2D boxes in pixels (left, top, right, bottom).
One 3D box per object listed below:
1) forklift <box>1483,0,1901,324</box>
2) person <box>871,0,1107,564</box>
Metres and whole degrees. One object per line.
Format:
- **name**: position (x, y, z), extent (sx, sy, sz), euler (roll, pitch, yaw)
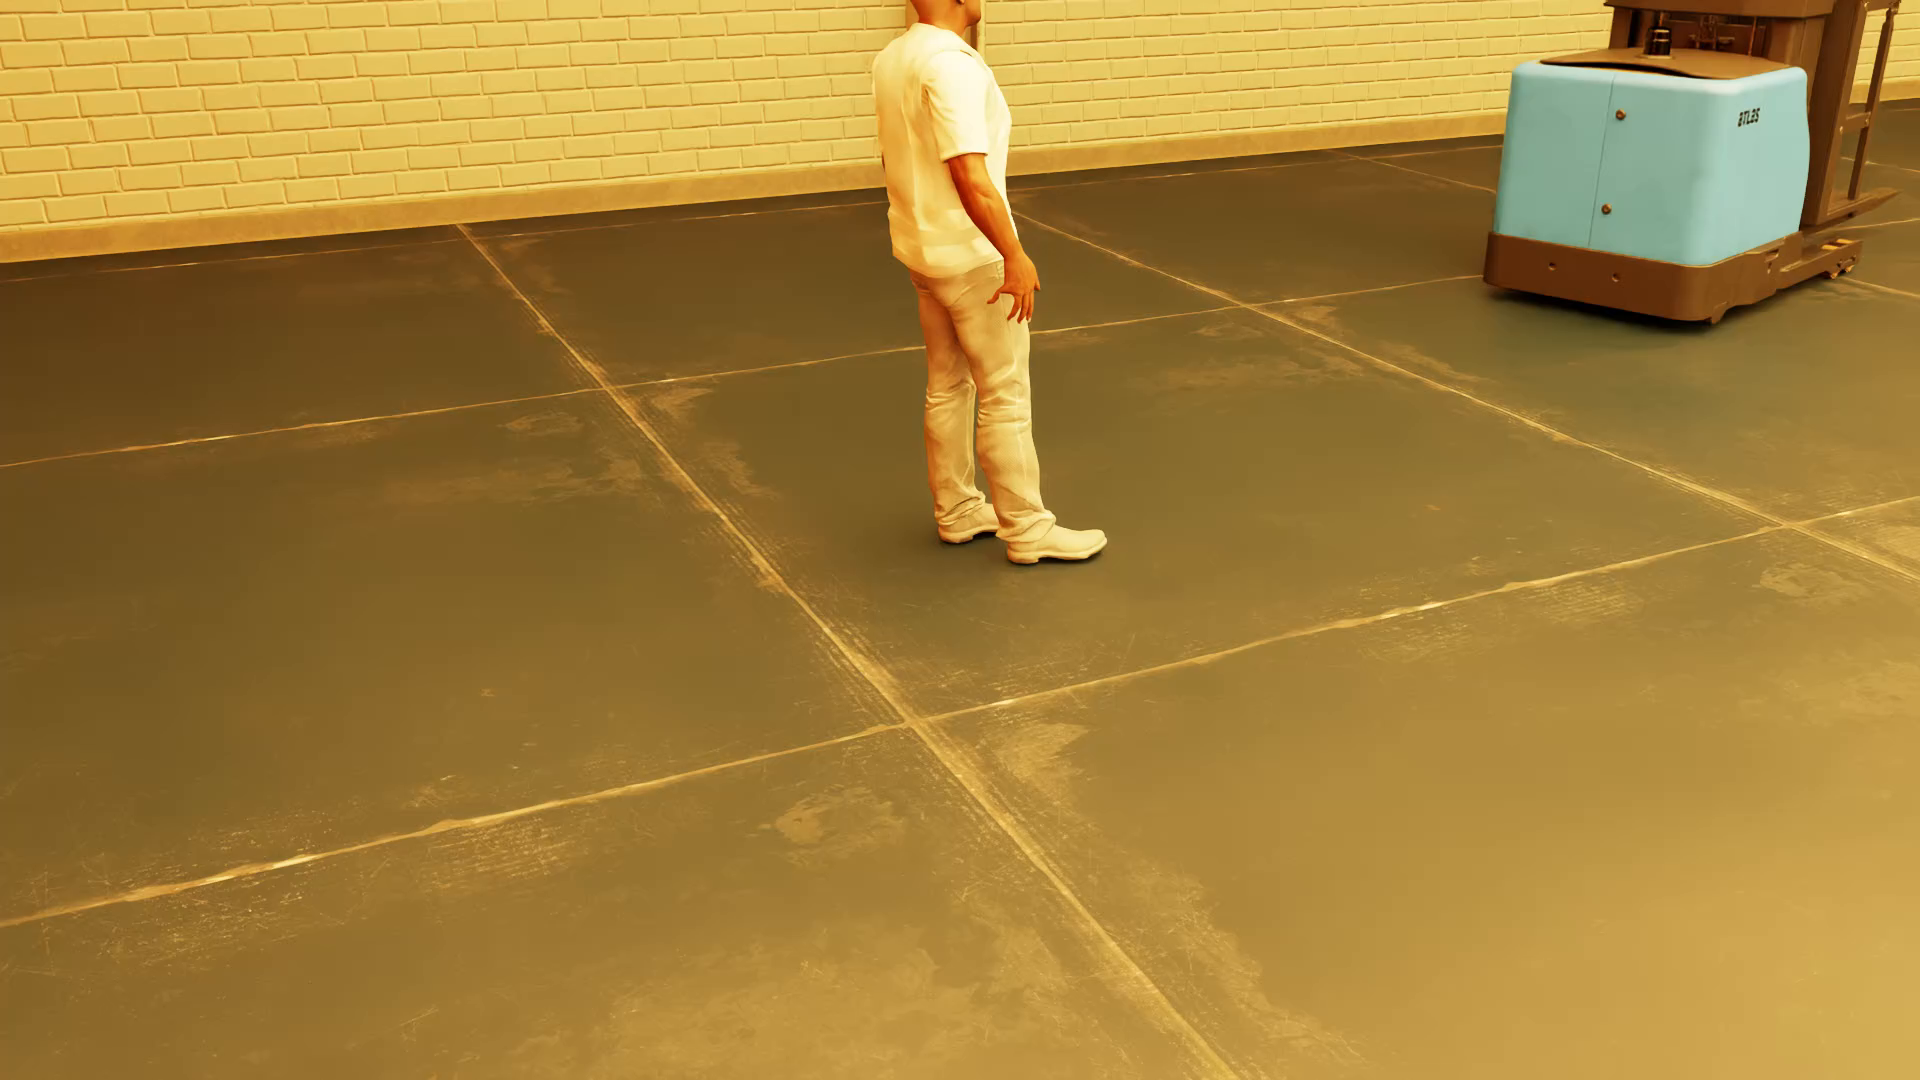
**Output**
- **forklift**: position (3.878, -2.769, 7.951), extent (3.031, 2.935, 1.130), euler (-21, 30, -40)
- **person**: position (0.065, -0.831, 4.787), extent (0.577, 1.765, 0.665), euler (-10, 25, -23)
